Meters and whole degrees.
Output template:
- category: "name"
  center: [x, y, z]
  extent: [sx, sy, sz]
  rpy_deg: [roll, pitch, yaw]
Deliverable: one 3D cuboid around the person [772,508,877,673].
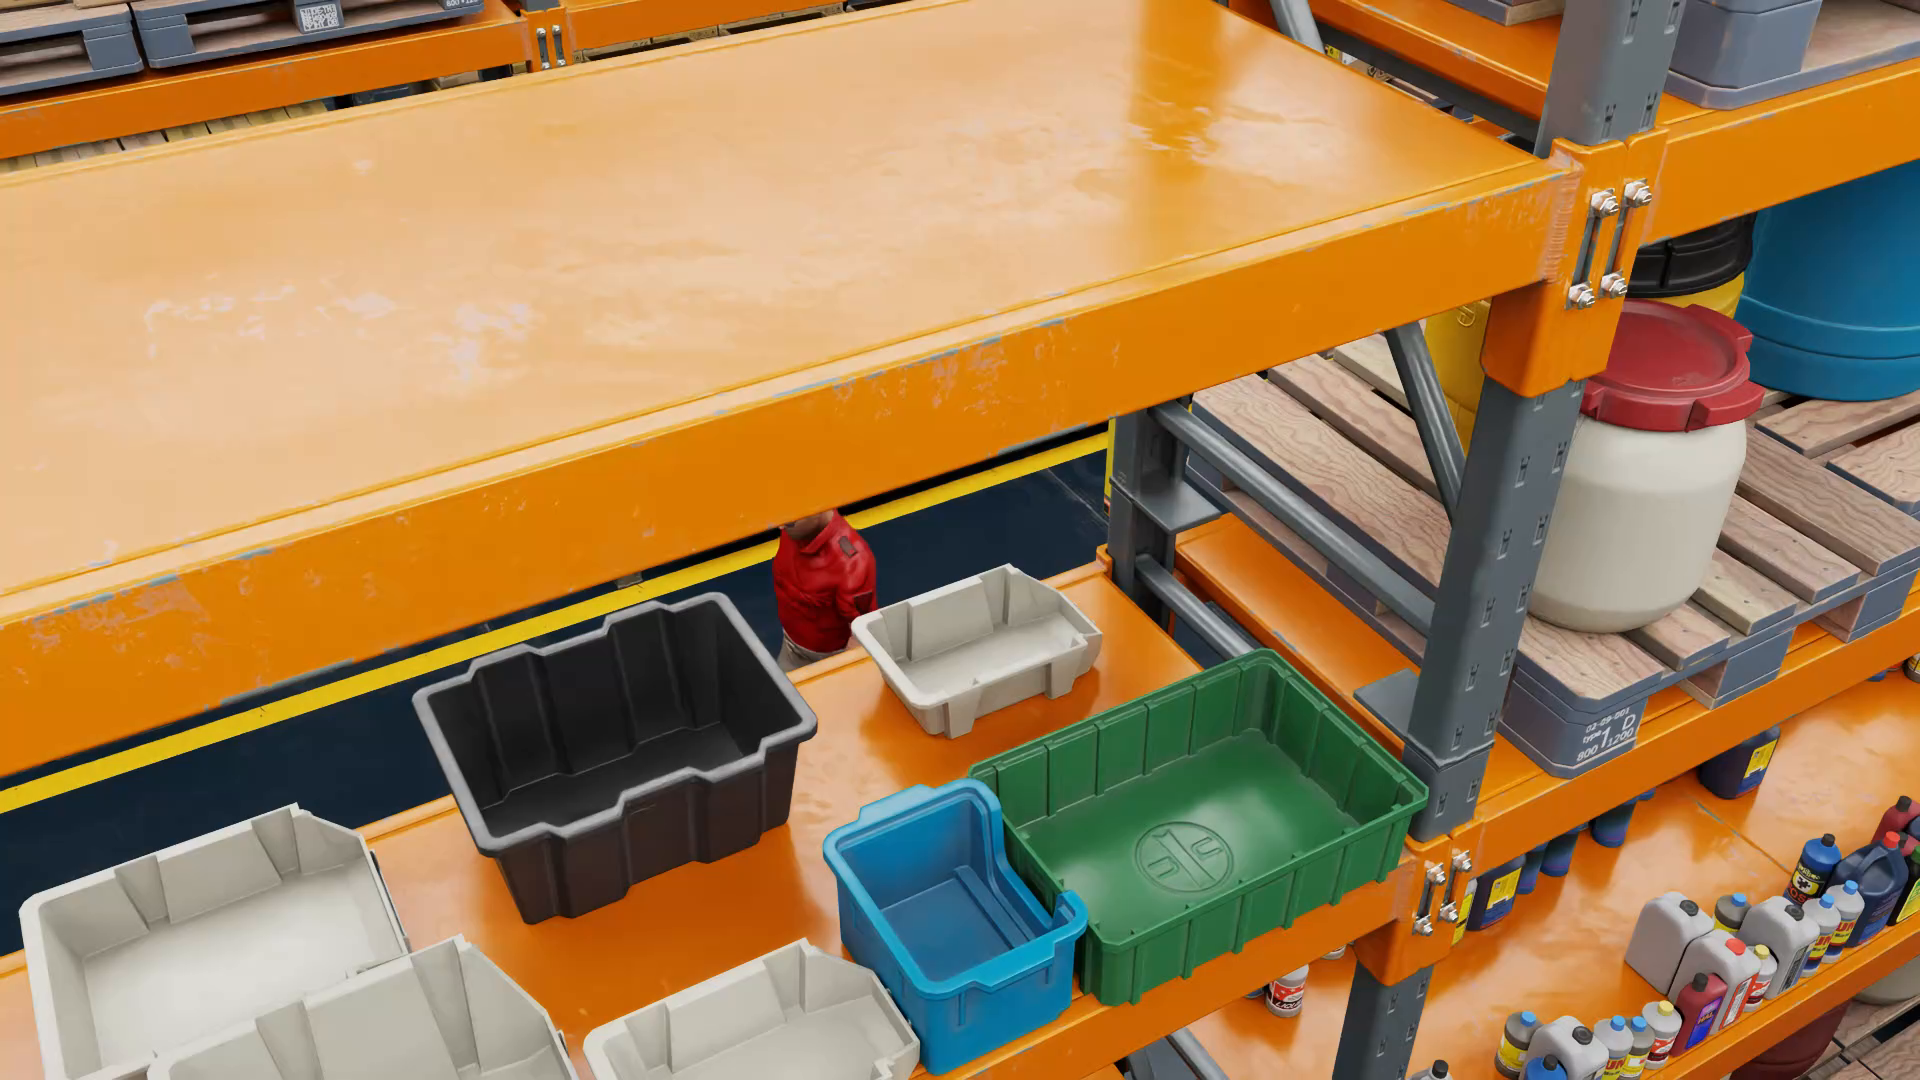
- category: "person"
  center: [-0.488, 0.433, 6.348]
  extent: [0.969, 1.691, 0.555]
  rpy_deg: [-28, 45, -33]
